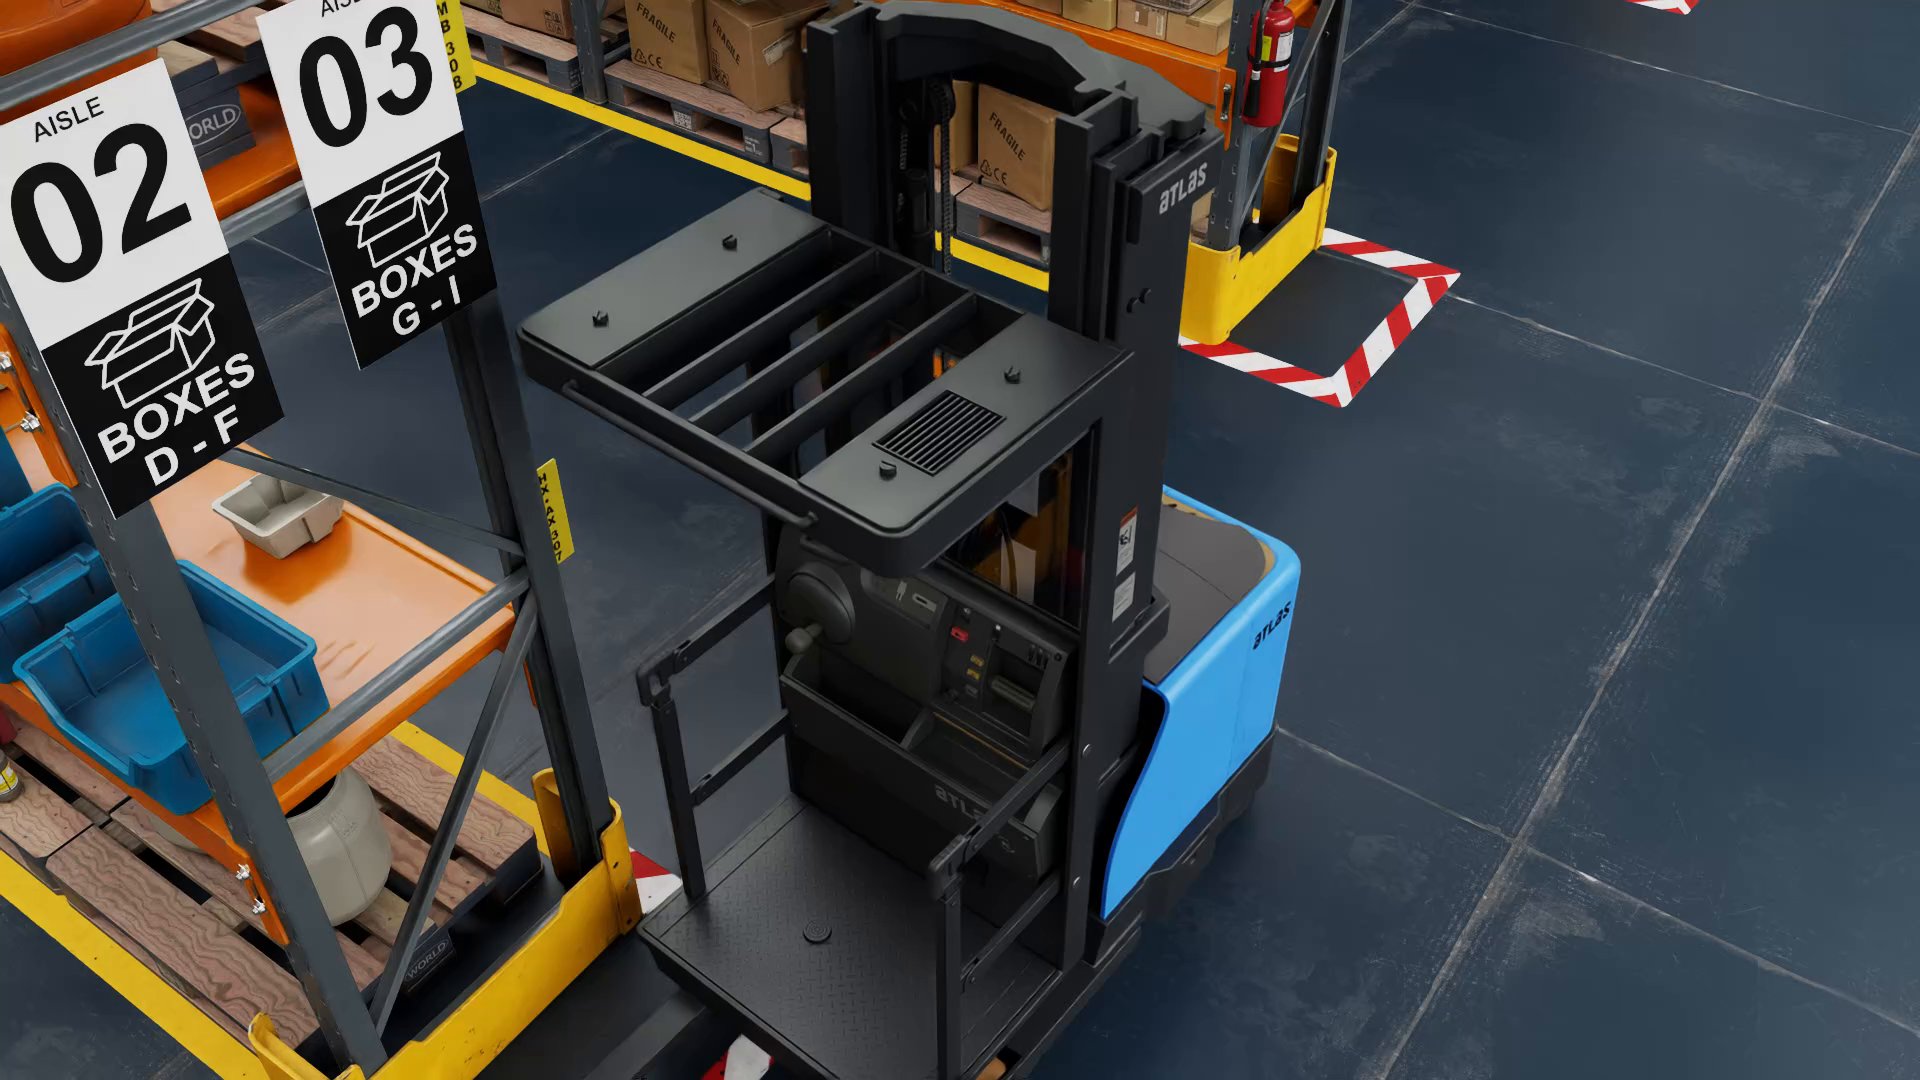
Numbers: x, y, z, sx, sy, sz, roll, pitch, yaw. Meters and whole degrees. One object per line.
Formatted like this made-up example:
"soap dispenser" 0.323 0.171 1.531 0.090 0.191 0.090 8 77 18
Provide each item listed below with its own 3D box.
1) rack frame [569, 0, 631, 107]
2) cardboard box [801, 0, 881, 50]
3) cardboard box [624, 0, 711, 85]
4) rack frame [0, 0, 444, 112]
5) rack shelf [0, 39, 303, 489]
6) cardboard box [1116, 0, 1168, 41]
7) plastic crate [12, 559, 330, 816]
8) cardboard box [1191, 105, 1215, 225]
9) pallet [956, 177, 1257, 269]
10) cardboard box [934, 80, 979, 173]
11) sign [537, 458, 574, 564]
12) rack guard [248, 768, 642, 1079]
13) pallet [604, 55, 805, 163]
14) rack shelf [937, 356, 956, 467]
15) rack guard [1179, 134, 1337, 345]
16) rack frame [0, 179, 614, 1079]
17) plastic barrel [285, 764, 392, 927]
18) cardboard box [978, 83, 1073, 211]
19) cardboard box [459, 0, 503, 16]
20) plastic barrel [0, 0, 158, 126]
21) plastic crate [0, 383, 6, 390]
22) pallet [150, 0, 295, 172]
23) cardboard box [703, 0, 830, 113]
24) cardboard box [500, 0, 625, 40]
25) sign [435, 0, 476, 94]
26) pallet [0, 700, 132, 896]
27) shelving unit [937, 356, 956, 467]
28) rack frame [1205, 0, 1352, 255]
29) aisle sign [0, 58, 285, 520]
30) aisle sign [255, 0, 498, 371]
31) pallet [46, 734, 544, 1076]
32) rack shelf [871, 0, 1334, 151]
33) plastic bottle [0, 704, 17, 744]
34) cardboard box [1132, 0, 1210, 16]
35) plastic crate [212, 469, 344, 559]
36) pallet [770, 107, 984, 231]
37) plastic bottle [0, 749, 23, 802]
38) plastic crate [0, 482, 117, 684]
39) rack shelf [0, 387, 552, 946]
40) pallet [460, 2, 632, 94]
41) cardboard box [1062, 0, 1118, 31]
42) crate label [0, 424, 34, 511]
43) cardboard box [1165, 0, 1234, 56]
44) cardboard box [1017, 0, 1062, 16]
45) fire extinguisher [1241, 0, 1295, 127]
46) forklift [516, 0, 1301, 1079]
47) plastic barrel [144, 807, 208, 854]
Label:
"rack frame" -1.825 -3.897 8.855 0.127 3.000 1.000 25 48 25
"cardboard box" -0.493 -2.537 8.895 0.500 0.500 0.500 21 46 22
"cardboard box" -1.520 -2.947 9.353 0.500 0.500 0.500 24 47 24
"rack frame" -1.394 -1.897 2.121 0.127 3.000 1.000 25 48 25
"rack shelf" -3.031 -1.277 4.217 4.000 0.370 1.077 25 48 25
"cardboard box" 0.894 -2.364 7.331 0.250 0.149 0.380 25 48 25
"plastic crate" -1.975 0.366 4.203 0.616 0.251 0.499 25 48 25
"cardboard box" 0.949 -1.838 8.115 0.500 0.500 0.500 -33 51 -31
"pallet" 0.743 -1.685 8.475 1.213 0.211 1.003 25 48 25
"cardboard box" -0.062 -2.299 8.629 0.500 0.500 0.500 30 50 29
"sign" -1.074 -0.063 4.363 0.005 0.325 0.100 25 48 25
"rack guard" -1.483 1.267 4.959 0.348 0.500 1.175 25 48 25
"pallet" -1.254 -2.620 9.519 1.213 0.211 1.003 25 48 25
"rack shelf" 0.070 -0.392 6.333 1.000 0.185 0.538 25 48 25
"rack guard" 1.388 -1.463 8.010 0.348 0.500 1.175 25 48 25
"rack frame" -1.394 0.339 4.122 0.127 3.000 1.000 25 48 25
"plastic barrel" -1.976 0.899 5.046 0.421 0.512 0.421 0 42 0
"cardboard box" 0.440 -2.049 8.350 0.500 0.500 0.500 -29 49 -28
"cardboard box" -2.695 -3.569 10.034 0.500 0.500 0.700 25 47 25
"plastic barrel" -1.864 -1.212 2.969 0.708 0.830 0.600 25 48 25
"plastic crate" -3.194 -0.611 5.381 0.437 0.136 0.530 25 48 25
"pallet" -2.015 -1.079 3.598 1.213 0.211 1.003 25 48 25
"cardboard box" -1.047 -2.732 9.113 0.500 0.500 0.500 -26 48 -26
"cardboard box" -2.315 -3.376 9.818 0.500 0.500 0.700 22 46 22
"sign" -1.074 -1.081 3.452 0.005 0.325 0.100 25 48 25
"pallet" -3.140 0.593 5.929 1.213 0.211 1.003 25 48 25
"shelving unit" 0.062 -0.530 6.217 1.083 1.500 0.587 25 48 25
"rack frame" 1.450 -2.365 7.144 0.127 3.000 1.000 25 48 25
"aisle sign" -1.505 -0.440 3.043 0.004 0.787 0.394 25 48 25
"aisle sign" -1.167 -0.762 3.403 0.004 0.787 0.394 25 48 25
"pallet" -2.145 1.061 5.406 1.213 0.211 1.003 25 48 25
"rack shelf" -0.187 -2.863 8.239 4.000 0.370 1.077 25 48 25
"plastic bottle" -3.279 0.554 5.589 0.133 0.283 0.061 25 48 25
"cardboard box" 1.016 -2.739 7.263 0.500 0.500 0.875 25 48 25
"plastic crate" -1.942 -0.081 4.789 0.250 0.136 0.298 25 48 25
"pallet" -0.251 -2.153 8.998 1.213 0.211 1.003 25 48 25
"plastic bottle" -3.149 0.754 5.427 0.097 0.201 0.097 0 42 0
"plastic crate" -2.504 0.114 4.484 0.408 0.251 0.499 25 48 25
"rack shelf" -3.031 -0.159 5.217 4.000 0.370 1.077 25 48 25
"pallet" -2.463 -3.155 10.117 1.213 0.211 1.003 25 48 25
"cardboard box" 0.660 -2.432 7.406 0.250 0.149 0.380 25 48 25
"crate label" -3.056 -0.231 4.733 0.616 0.435 0.502 25 48 25
"cardboard box" 1.098 -2.268 7.224 0.250 0.149 0.380 25 48 25
"cardboard box" 0.464 -2.536 7.523 0.250 0.149 0.380 25 48 25
"fire extinguisher" 1.279 -2.041 6.839 0.183 0.674 0.296 25 48 25
"forklift" -0.249 0.305 4.211 1.130 2.935 3.031 28 49 28
"plastic barrel" -2.387 0.707 5.261 0.421 0.512 0.421 0 42 0
